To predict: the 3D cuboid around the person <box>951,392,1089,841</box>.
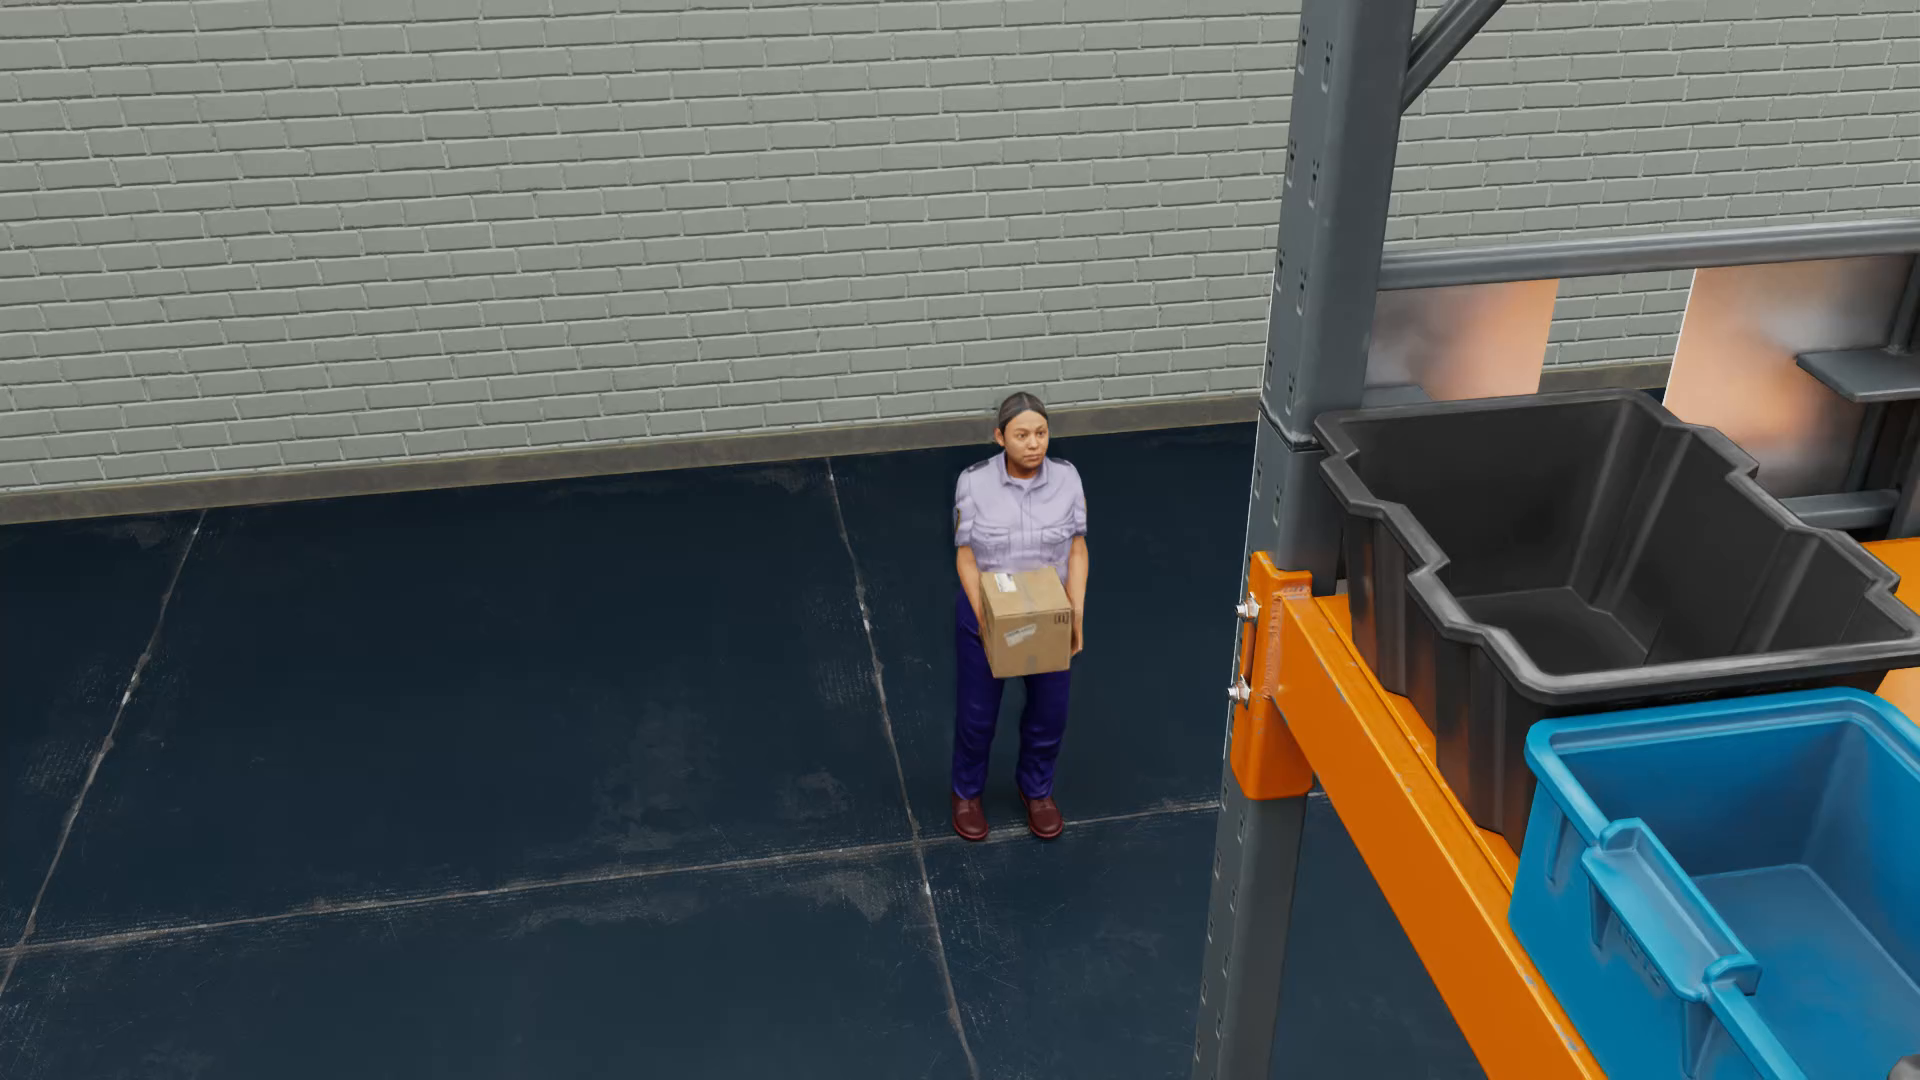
[{"bbox_3d":[0.208,0.312,5.629,0.475,1.641,0.512,-6,31,-10],"label":"person"}]
